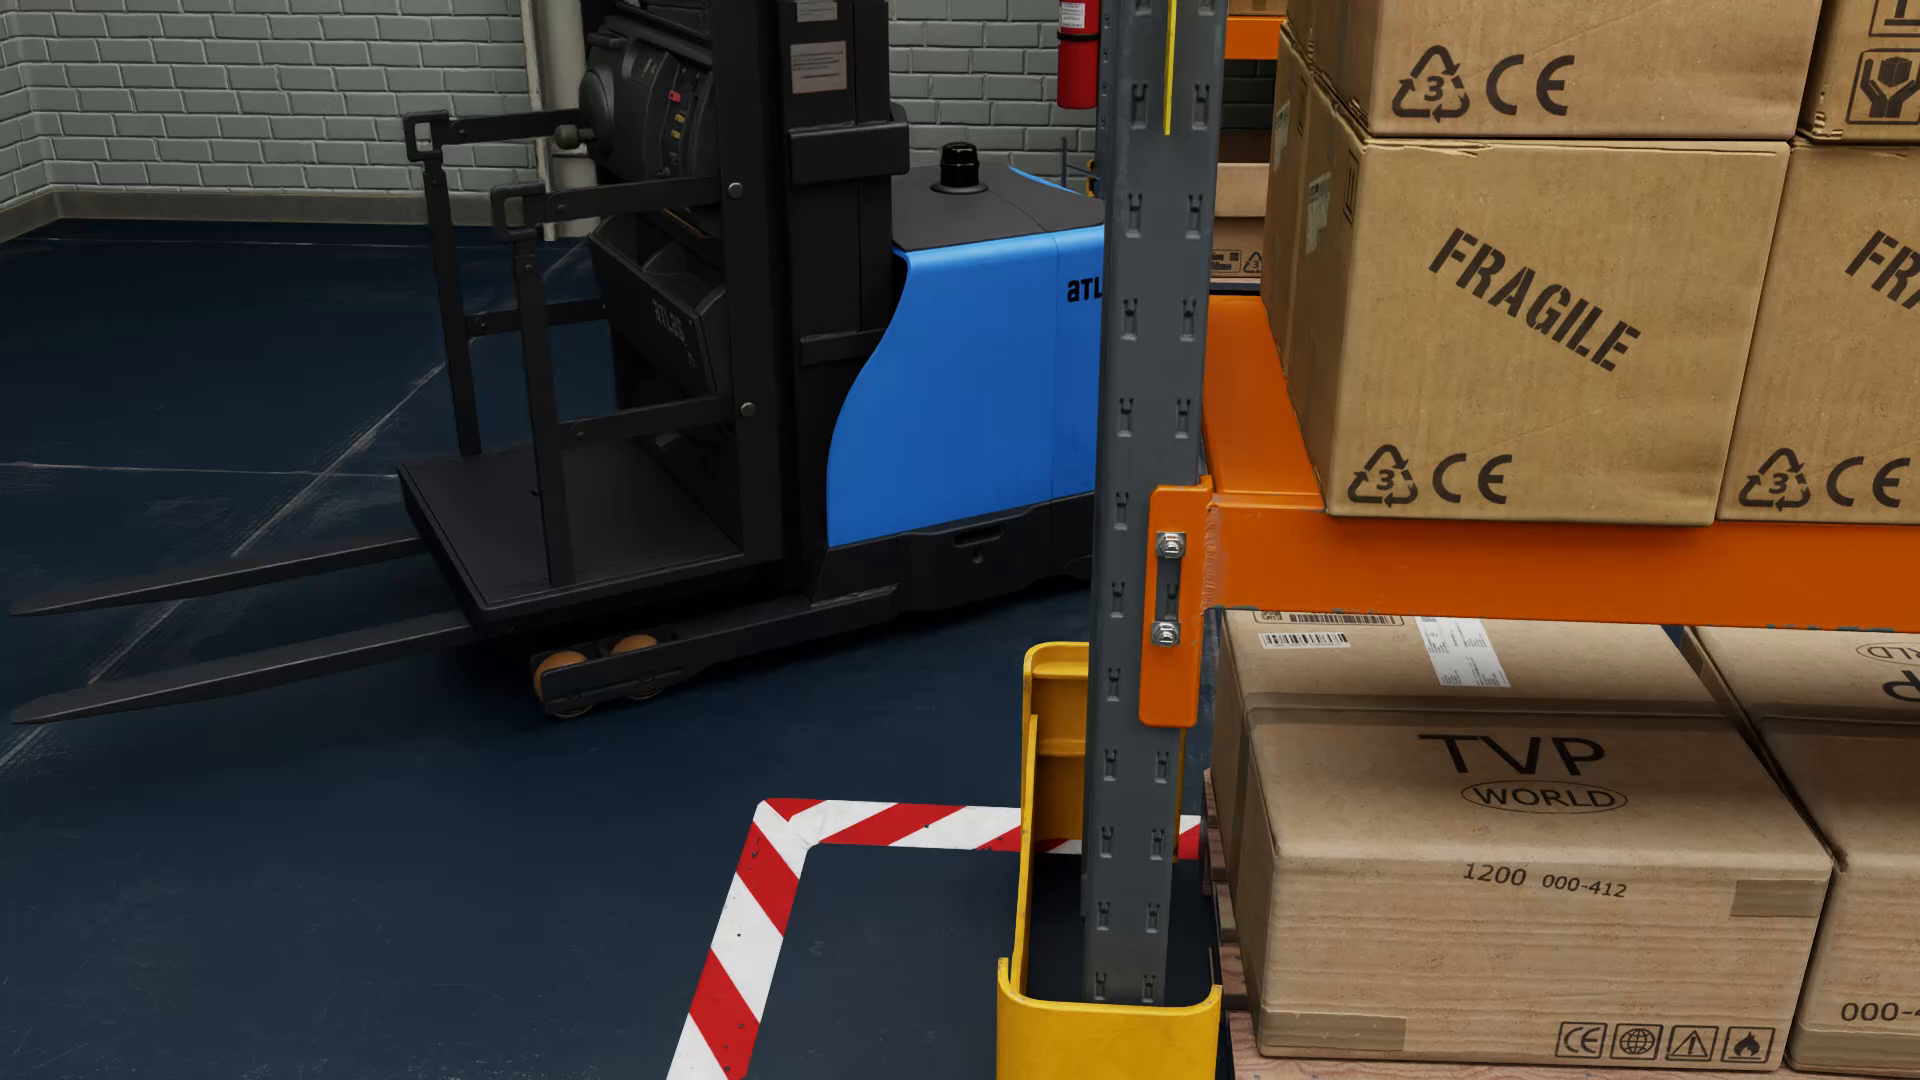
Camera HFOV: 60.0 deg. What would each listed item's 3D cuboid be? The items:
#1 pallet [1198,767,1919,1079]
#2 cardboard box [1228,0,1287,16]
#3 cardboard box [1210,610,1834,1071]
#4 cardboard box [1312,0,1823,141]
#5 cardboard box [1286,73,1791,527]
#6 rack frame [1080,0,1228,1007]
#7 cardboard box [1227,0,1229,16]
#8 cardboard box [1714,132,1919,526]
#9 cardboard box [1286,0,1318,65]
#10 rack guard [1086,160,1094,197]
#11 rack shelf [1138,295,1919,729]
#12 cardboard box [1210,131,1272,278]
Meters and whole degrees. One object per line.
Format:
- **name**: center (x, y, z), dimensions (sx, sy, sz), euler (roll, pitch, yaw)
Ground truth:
- **pallet**: center (1.098, 0.818, 3.219), dimensions (1.213, 0.211, 1.003), euler (2, 25, 4)
- **cardboard box**: center (1.235, -2.283, 6.923), dimensions (0.250, 0.149, 0.380), euler (2, 25, 5)
- **cardboard box**: center (0.960, 0.511, 3.113), dimensions (0.875, 0.438, 0.875), euler (1, 25, 2)
- **cardboard box**: center (0.752, -0.807, 2.100), dimensions (0.500, 0.500, 0.500), euler (1, 25, 3)
- **cardboard box**: center (0.751, -0.352, 2.307), dimensions (0.500, 0.500, 0.500), euler (2, 25, 4)
- **rack frame**: center (0.295, -0.441, 2.621), dimensions (0.127, 3.000, 1.000), euler (2, 25, 4)
- **cardboard box**: center (0.978, -2.271, 6.898), dimensions (0.250, 0.149, 0.380), euler (2, 25, 4)
- **cardboard box**: center (1.258, -0.347, 2.297), dimensions (0.500, 0.500, 0.500), euler (1, 25, 3)
- **cardboard box**: center (0.794, -1.025, 2.573), dimensions (0.500, 0.500, 0.500), euler (3, 25, 6)
- **rack guard**: center (0.747, -1.372, 7.634), dimensions (0.348, 0.500, 1.175), euler (2, 25, 4)
- **rack shelf**: center (2.289, -0.051, 2.632), dimensions (4.000, 0.370, 1.077), euler (2, 25, 4)
- **cardboard box**: center (1.274, -1.508, 7.423), dimensions (0.637, 0.503, 0.797), euler (1, 25, 2)
